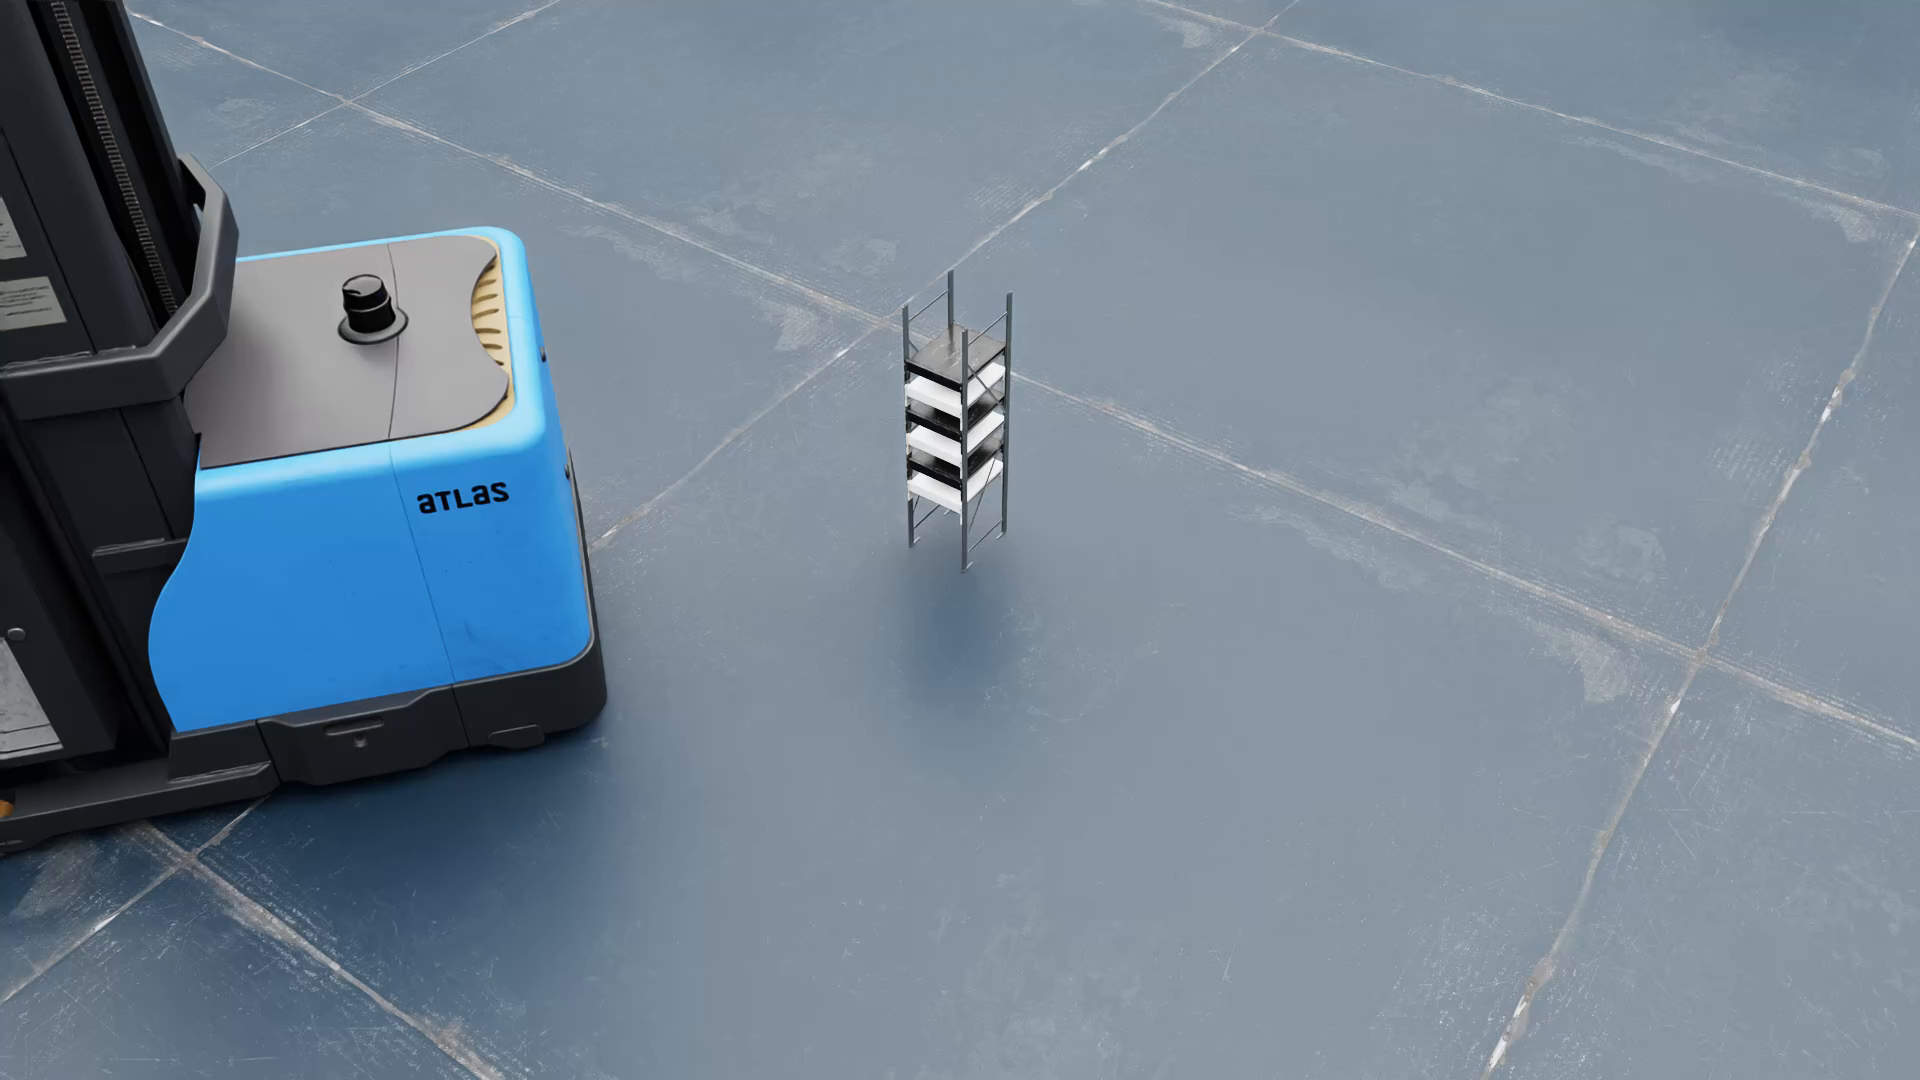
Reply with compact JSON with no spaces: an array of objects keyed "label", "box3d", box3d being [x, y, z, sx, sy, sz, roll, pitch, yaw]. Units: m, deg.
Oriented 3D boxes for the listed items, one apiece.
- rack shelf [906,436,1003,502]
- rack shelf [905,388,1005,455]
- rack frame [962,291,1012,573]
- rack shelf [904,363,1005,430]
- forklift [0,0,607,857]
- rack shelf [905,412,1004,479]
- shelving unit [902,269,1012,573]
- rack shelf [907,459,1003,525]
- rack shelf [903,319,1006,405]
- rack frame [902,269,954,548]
[{"label":"rack shelf","box3d":[-0.007,-0.247,5.036,0.200,0.077,0.258,25,48,25]},{"label":"rack shelf","box3d":[-0.007,-0.381,4.916,0.200,0.077,0.258,25,48,25]},{"label":"rack frame","box3d":[0.077,-0.300,4.910,0.006,0.900,0.240,25,48,25]},{"label":"rack shelf","box3d":[-0.007,-0.448,4.856,0.200,0.077,0.258,25,48,25]},{"label":"forklift","box3d":[-2.560,-0.622,3.748,3.031,2.935,1.130,-10,43,-11]},{"label":"rack shelf","box3d":[-0.007,-0.314,4.976,0.200,0.077,0.258,25,48,25]},{"label":"shelving unit","box3d":[-0.007,-0.338,4.953,0.210,0.900,0.258,25,48,25]},{"label":"rack shelf","box3d":[-0.007,-0.179,5.096,0.200,0.077,0.258,25,48,25]},{"label":"rack shelf","box3d":[-0.007,-0.515,4.796,0.200,0.077,0.258,25,48,25]},{"label":"rack frame","box3d":[-0.090,-0.377,4.997,0.006,0.900,0.240,25,48,25]}]
